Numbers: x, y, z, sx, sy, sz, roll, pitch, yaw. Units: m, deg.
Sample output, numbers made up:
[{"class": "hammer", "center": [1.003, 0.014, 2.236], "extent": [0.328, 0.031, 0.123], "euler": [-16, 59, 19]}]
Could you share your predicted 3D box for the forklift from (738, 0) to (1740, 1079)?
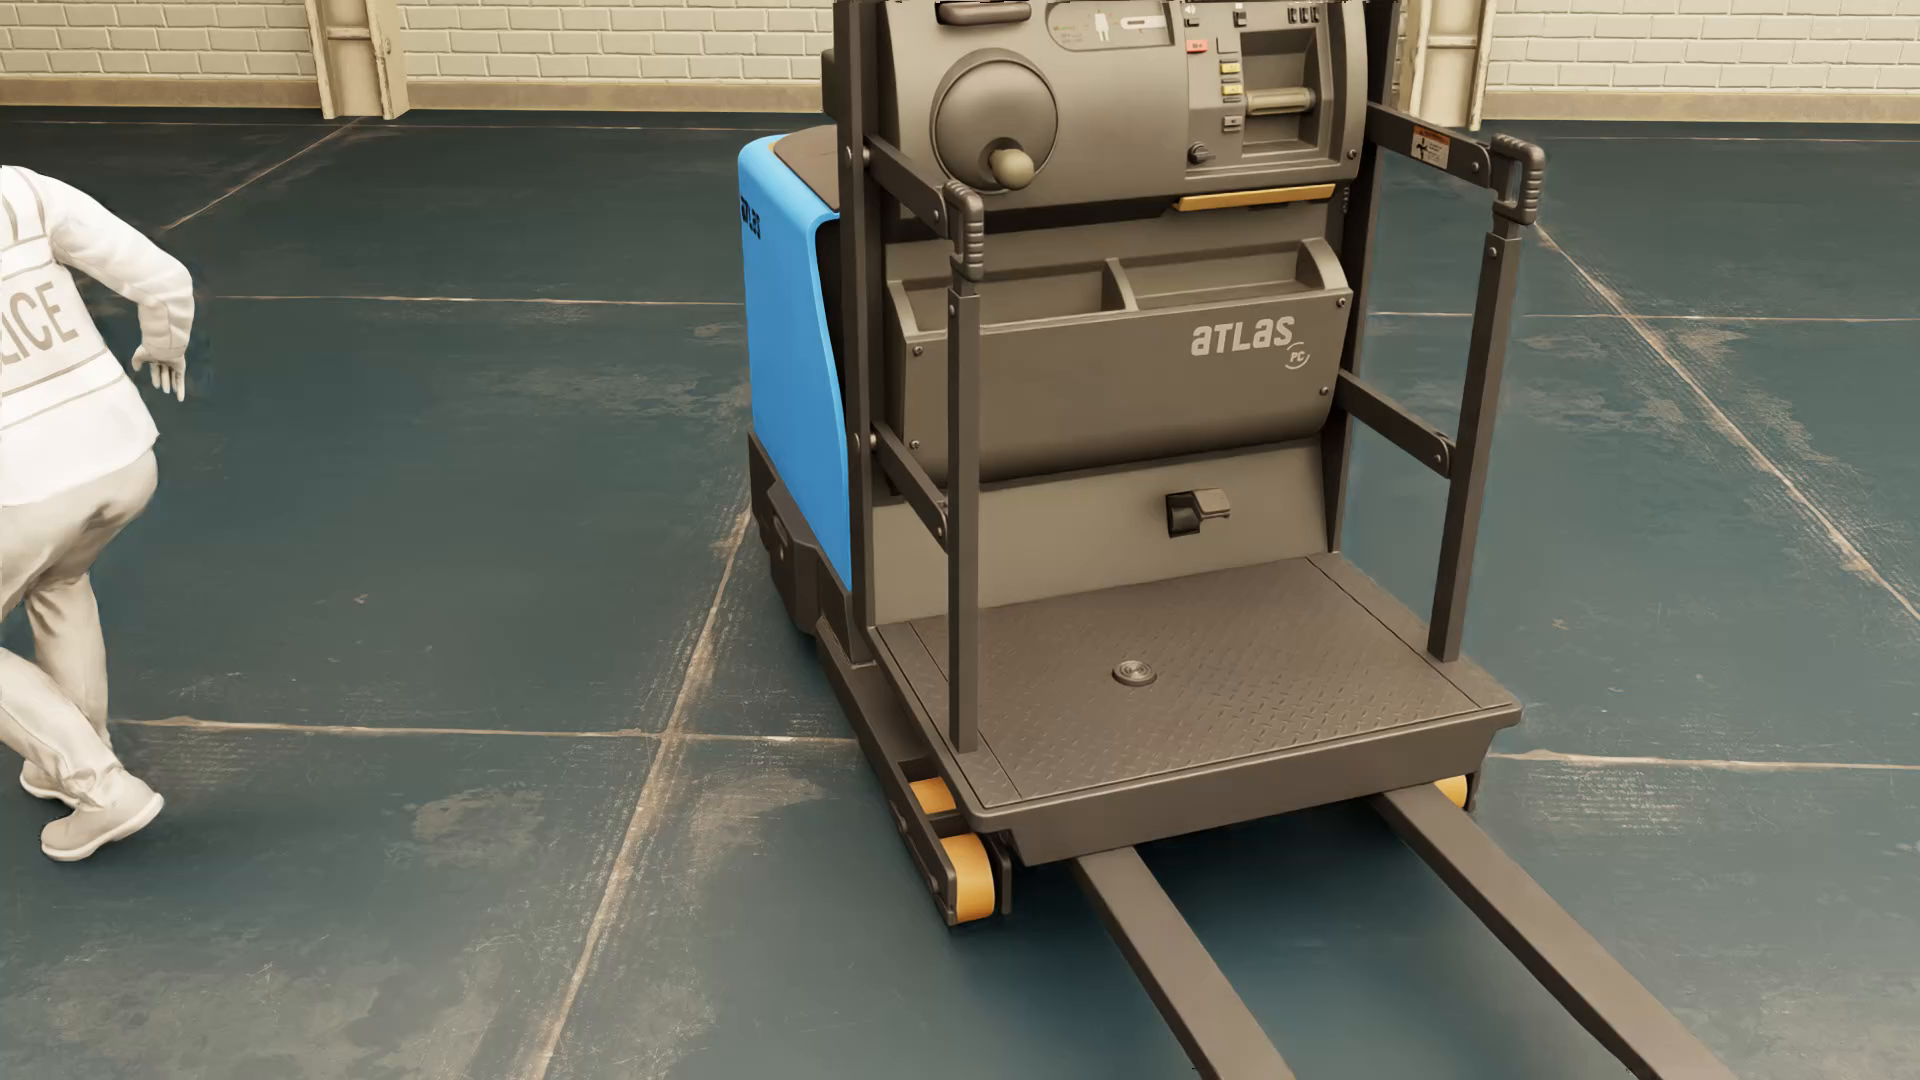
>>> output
[{"class": "forklift", "center": [0.388, -0.806, 2.843], "extent": [1.130, 2.935, 3.031], "euler": [-8, 28, -17]}]

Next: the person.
[{"class": "person", "center": [-1.794, -0.172, 3.100], "extent": [0.730, 1.569, 0.779], "euler": [18, 31, 32]}]
